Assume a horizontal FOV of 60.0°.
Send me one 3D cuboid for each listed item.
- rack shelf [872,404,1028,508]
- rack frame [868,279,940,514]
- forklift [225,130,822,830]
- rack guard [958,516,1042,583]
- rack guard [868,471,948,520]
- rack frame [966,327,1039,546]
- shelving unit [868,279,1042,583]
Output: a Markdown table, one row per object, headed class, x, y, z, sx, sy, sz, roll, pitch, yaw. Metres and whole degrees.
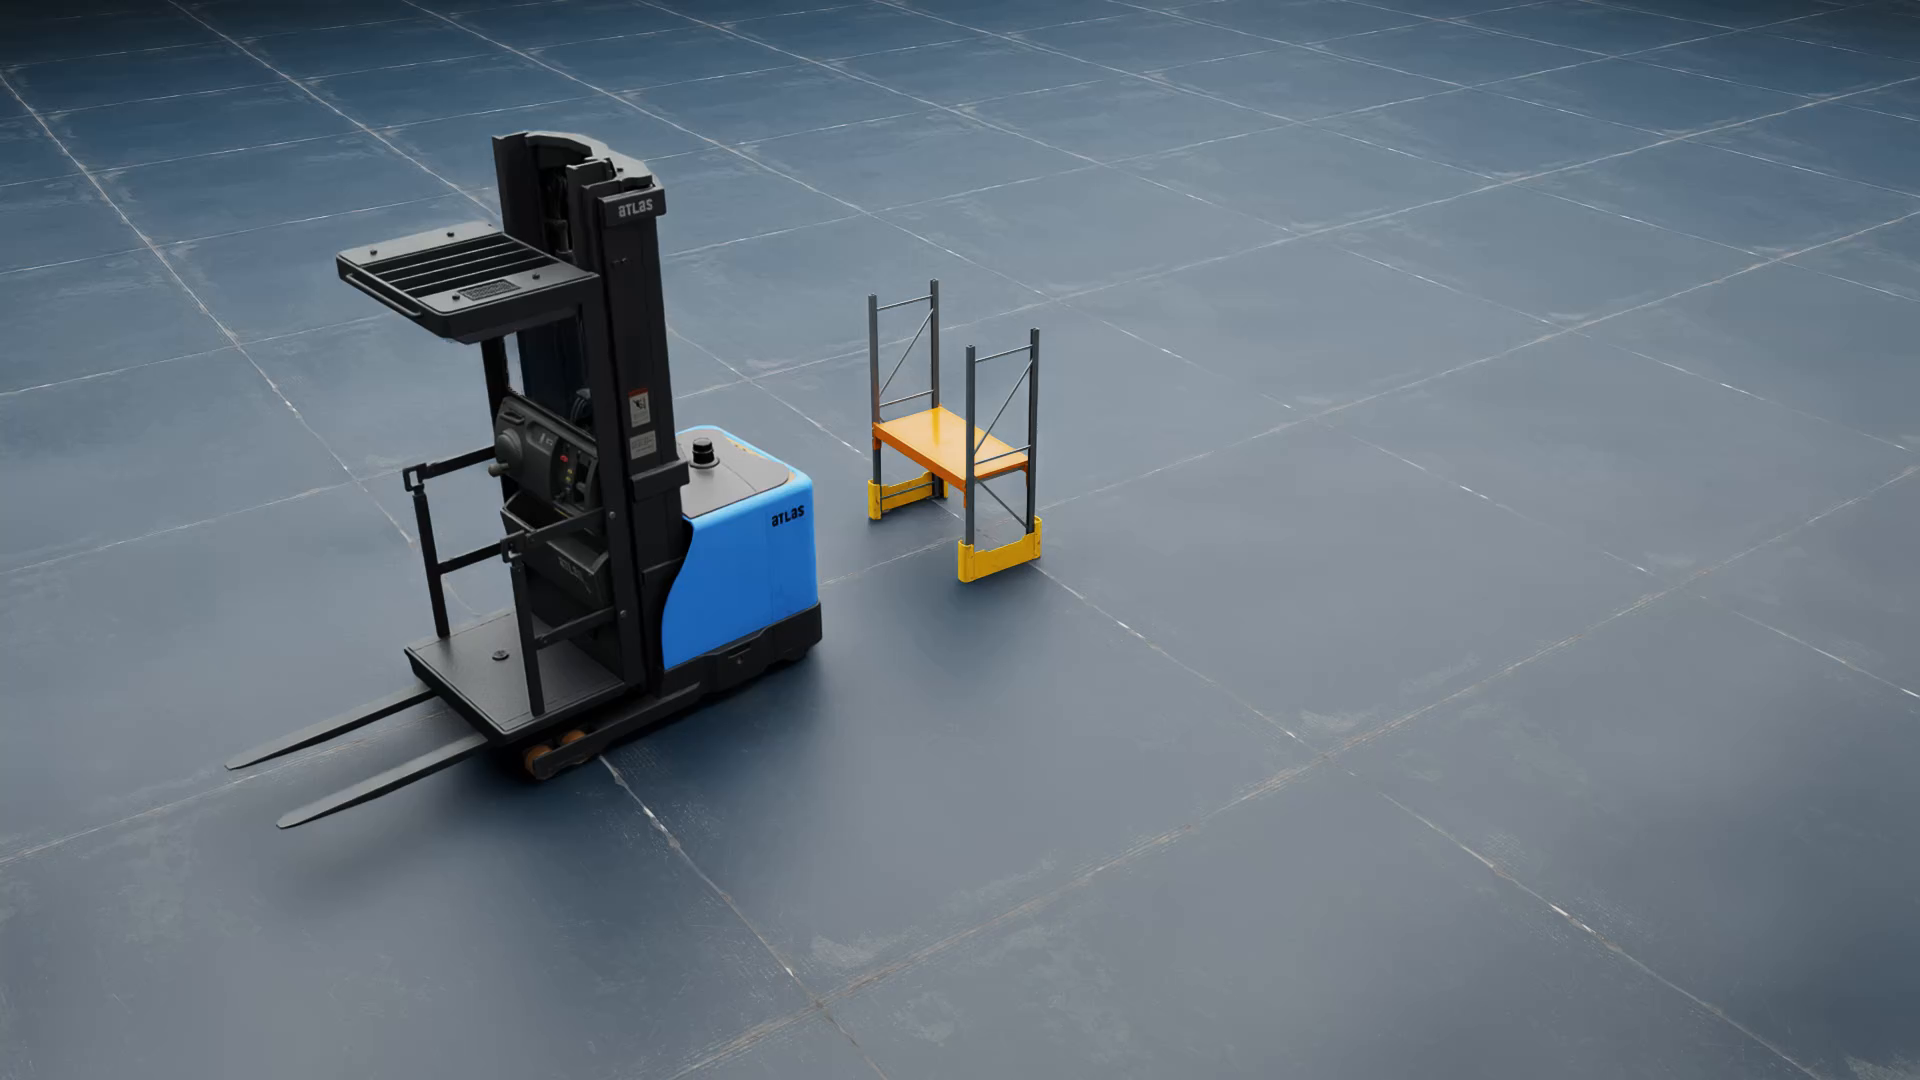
| class | x | y | z | sx | sy | sz | roll | pitch | yaw |
| --- | --- | --- | --- | --- | --- | --- | --- | --- | --- |
| rack shelf | -0.049 | -0.534 | 10.266 | 0.538 | 0.185 | 1.000 | -19 | 34 | -31 |
| rack frame | -0.344 | -0.890 | 10.544 | 0.500 | 1.500 | 0.032 | -19 | 34 | -31 |
| forklift | -2.202 | -0.377 | 8.100 | 3.031 | 2.935 | 1.130 | -23 | 36 | -36 |
| rack guard | 0.245 | 0.054 | 10.115 | 0.587 | 0.250 | 0.087 | -19 | 34 | -31 |
| rack guard | -0.333 | -0.333 | 10.828 | 0.587 | 0.250 | 0.087 | -19 | 34 | -31 |
| rack frame | 0.245 | -0.495 | 9.816 | 0.500 | 1.500 | 0.032 | -19 | 34 | -31 |
| shelving unit | -0.044 | -0.689 | 10.173 | 0.587 | 1.500 | 1.083 | -19 | 34 | -31 |
